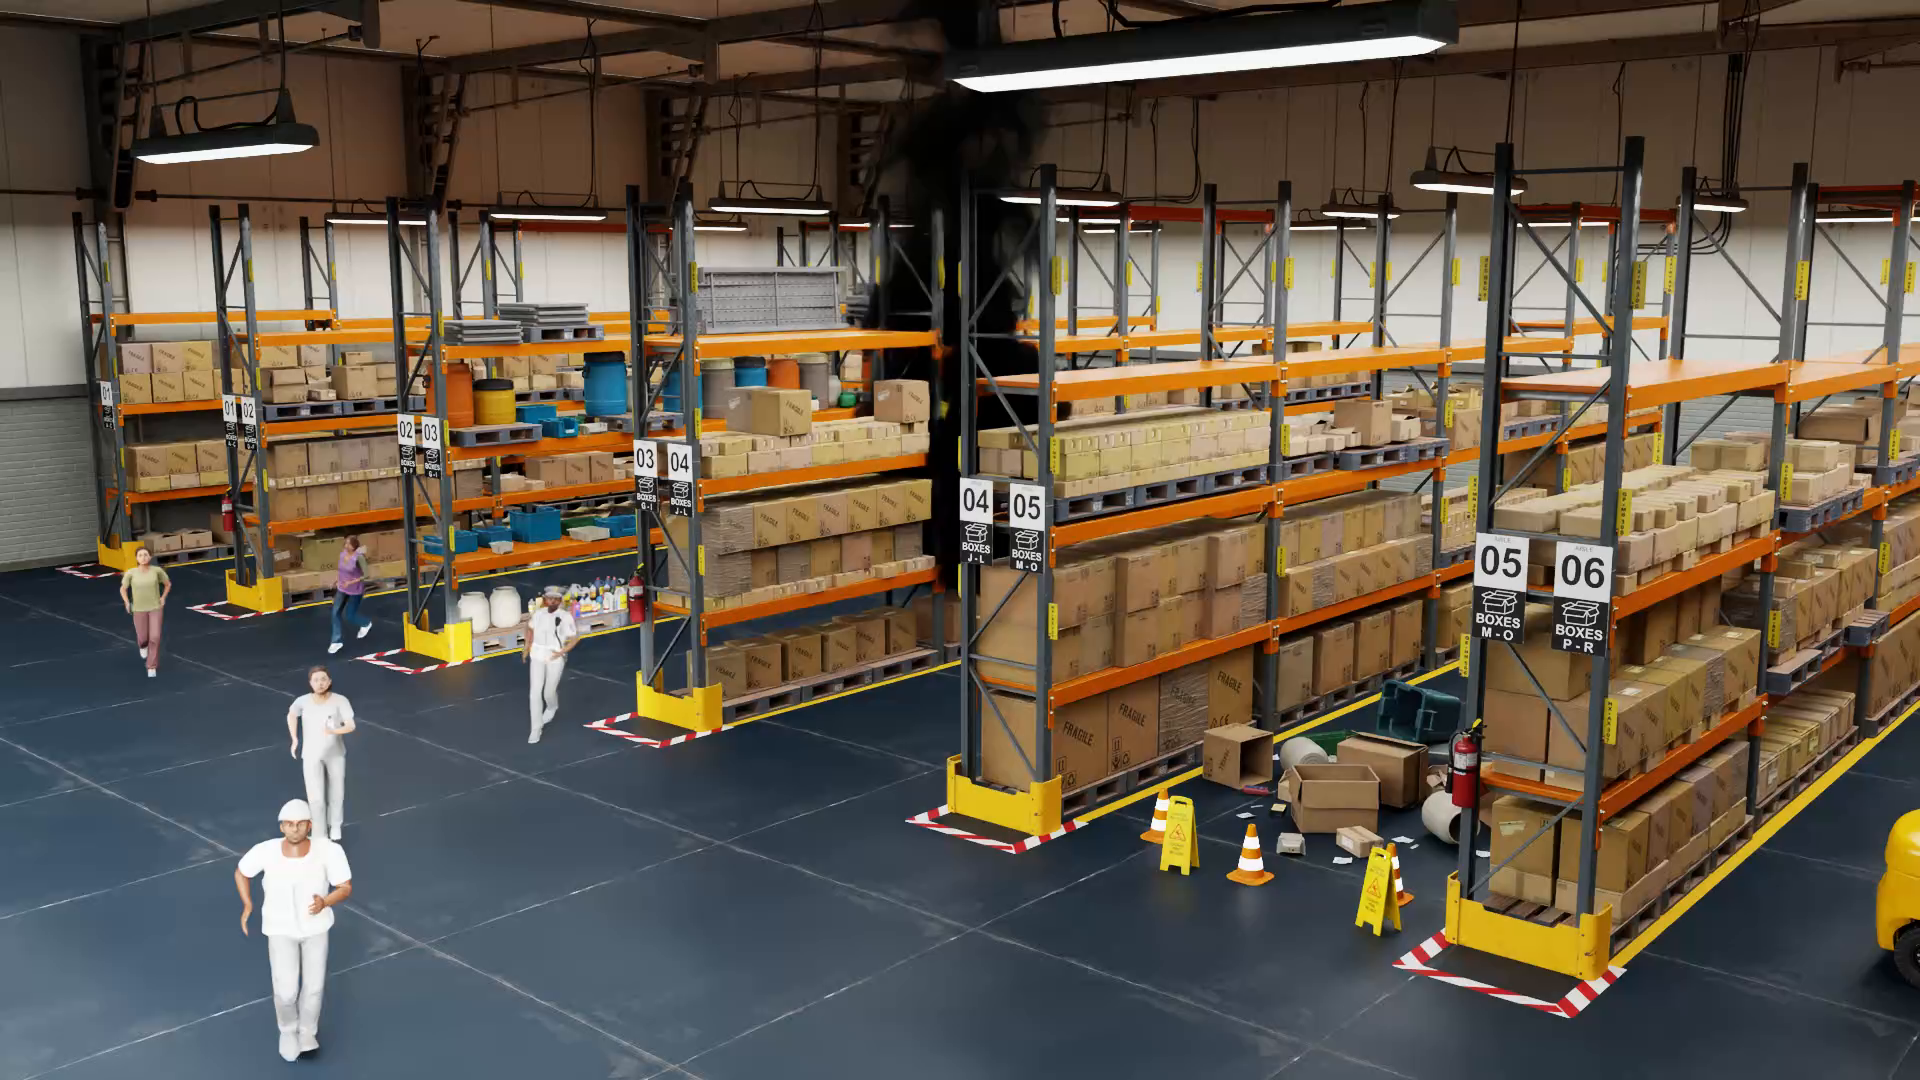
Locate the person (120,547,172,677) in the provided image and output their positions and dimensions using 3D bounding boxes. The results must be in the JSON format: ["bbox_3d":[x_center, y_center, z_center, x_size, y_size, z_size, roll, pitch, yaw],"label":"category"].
[{"bbox_3d":[-10.321,0.884,21.132,0.590,1.637,0.623,-5,11,-28],"label":"person"}]

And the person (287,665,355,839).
[{"bbox_3d":[-5.575,1.929,14.577,0.544,1.709,0.854,-4,10,-23],"label":"person"}]

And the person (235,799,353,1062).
[{"bbox_3d":[-4.282,2.530,10.762,0.691,1.737,0.660,-4,10,-25],"label":"person"}]

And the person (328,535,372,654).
[{"bbox_3d":[-8.179,0.700,22.435,0.576,1.583,0.777,3,10,18],"label":"person"}]

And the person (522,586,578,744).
[{"bbox_3d":[-4.518,1.332,18.316,0.620,1.685,0.772,0,9,2],"label":"person"}]
